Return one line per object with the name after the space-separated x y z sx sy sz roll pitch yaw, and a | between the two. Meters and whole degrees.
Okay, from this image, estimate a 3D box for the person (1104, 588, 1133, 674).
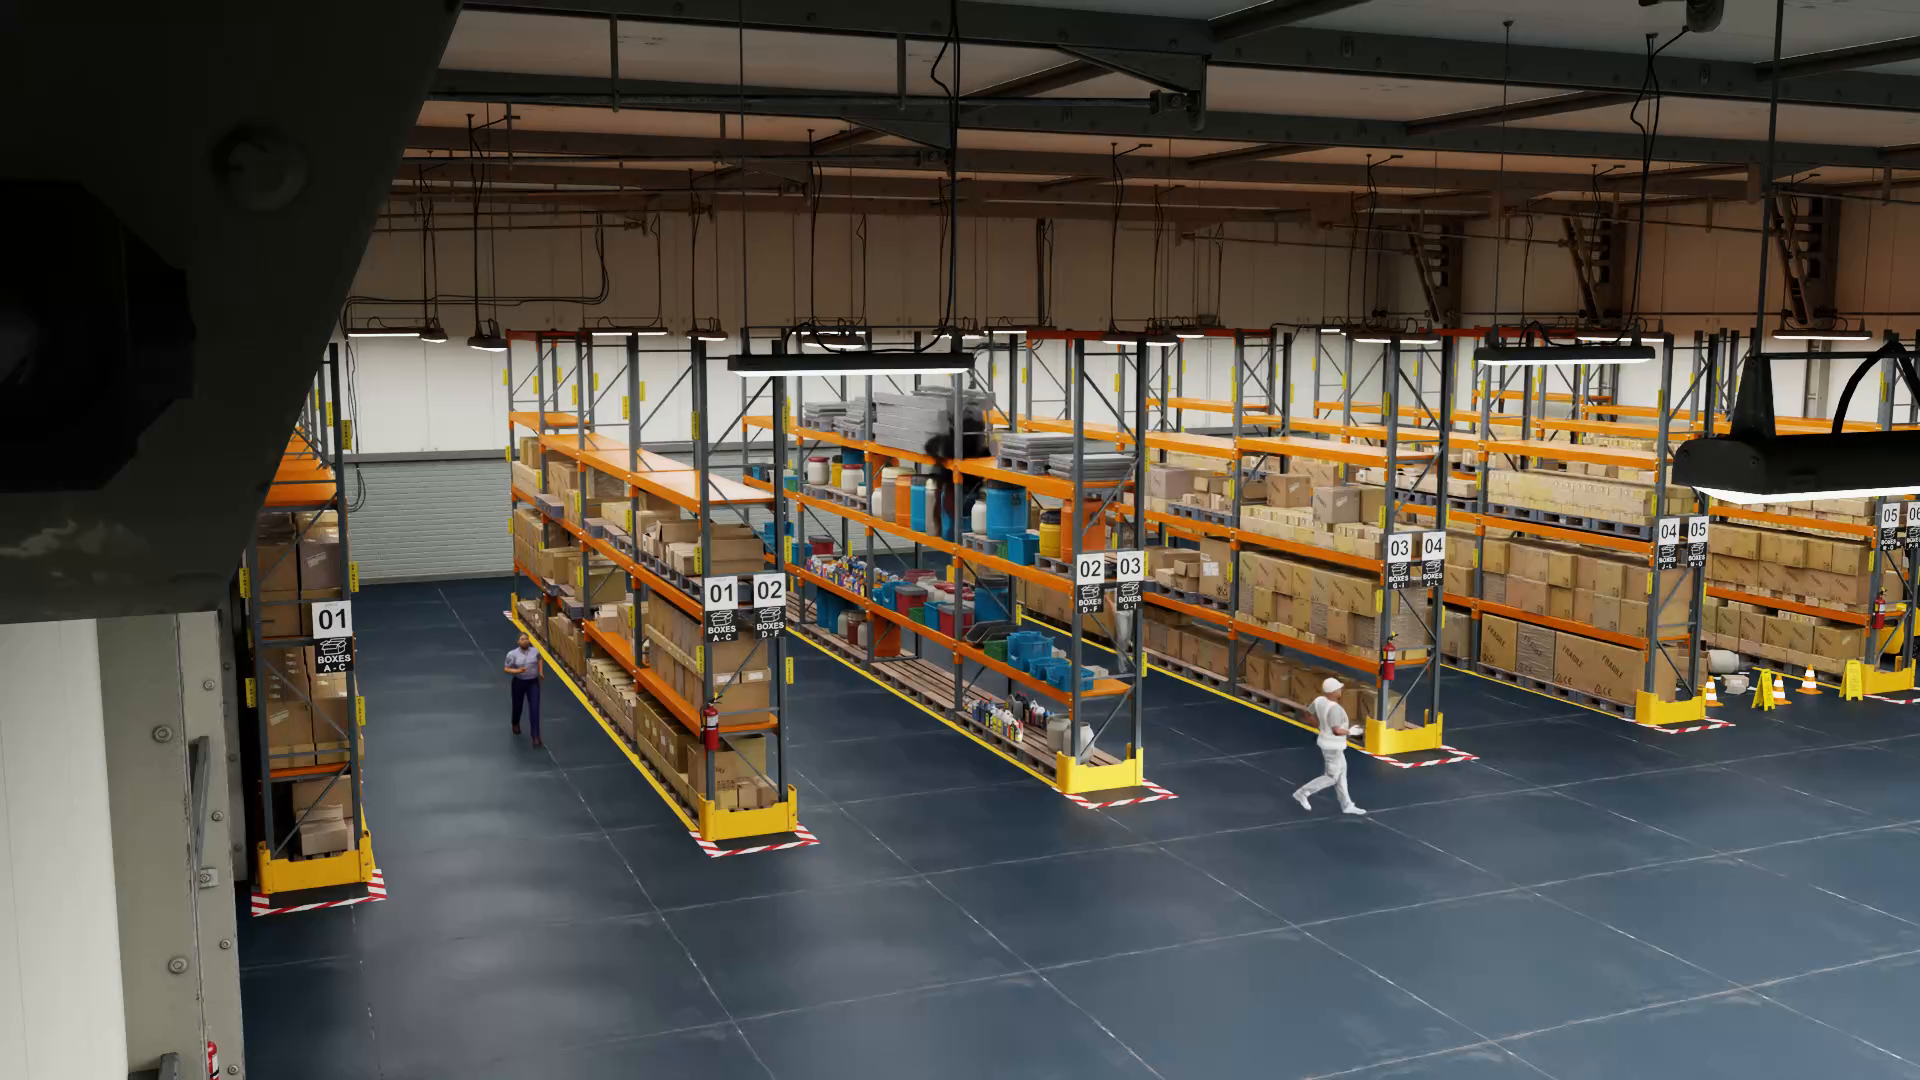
2.856 1.330 28.505 0.638 1.912 0.687 -3 8 -23 | person

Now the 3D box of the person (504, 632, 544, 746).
-6.427 2.164 24.599 0.607 1.632 0.941 -4 9 -24 | person

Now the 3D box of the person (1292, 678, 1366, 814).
4.659 2.605 20.883 0.974 1.777 0.683 -1 8 -4 | person
